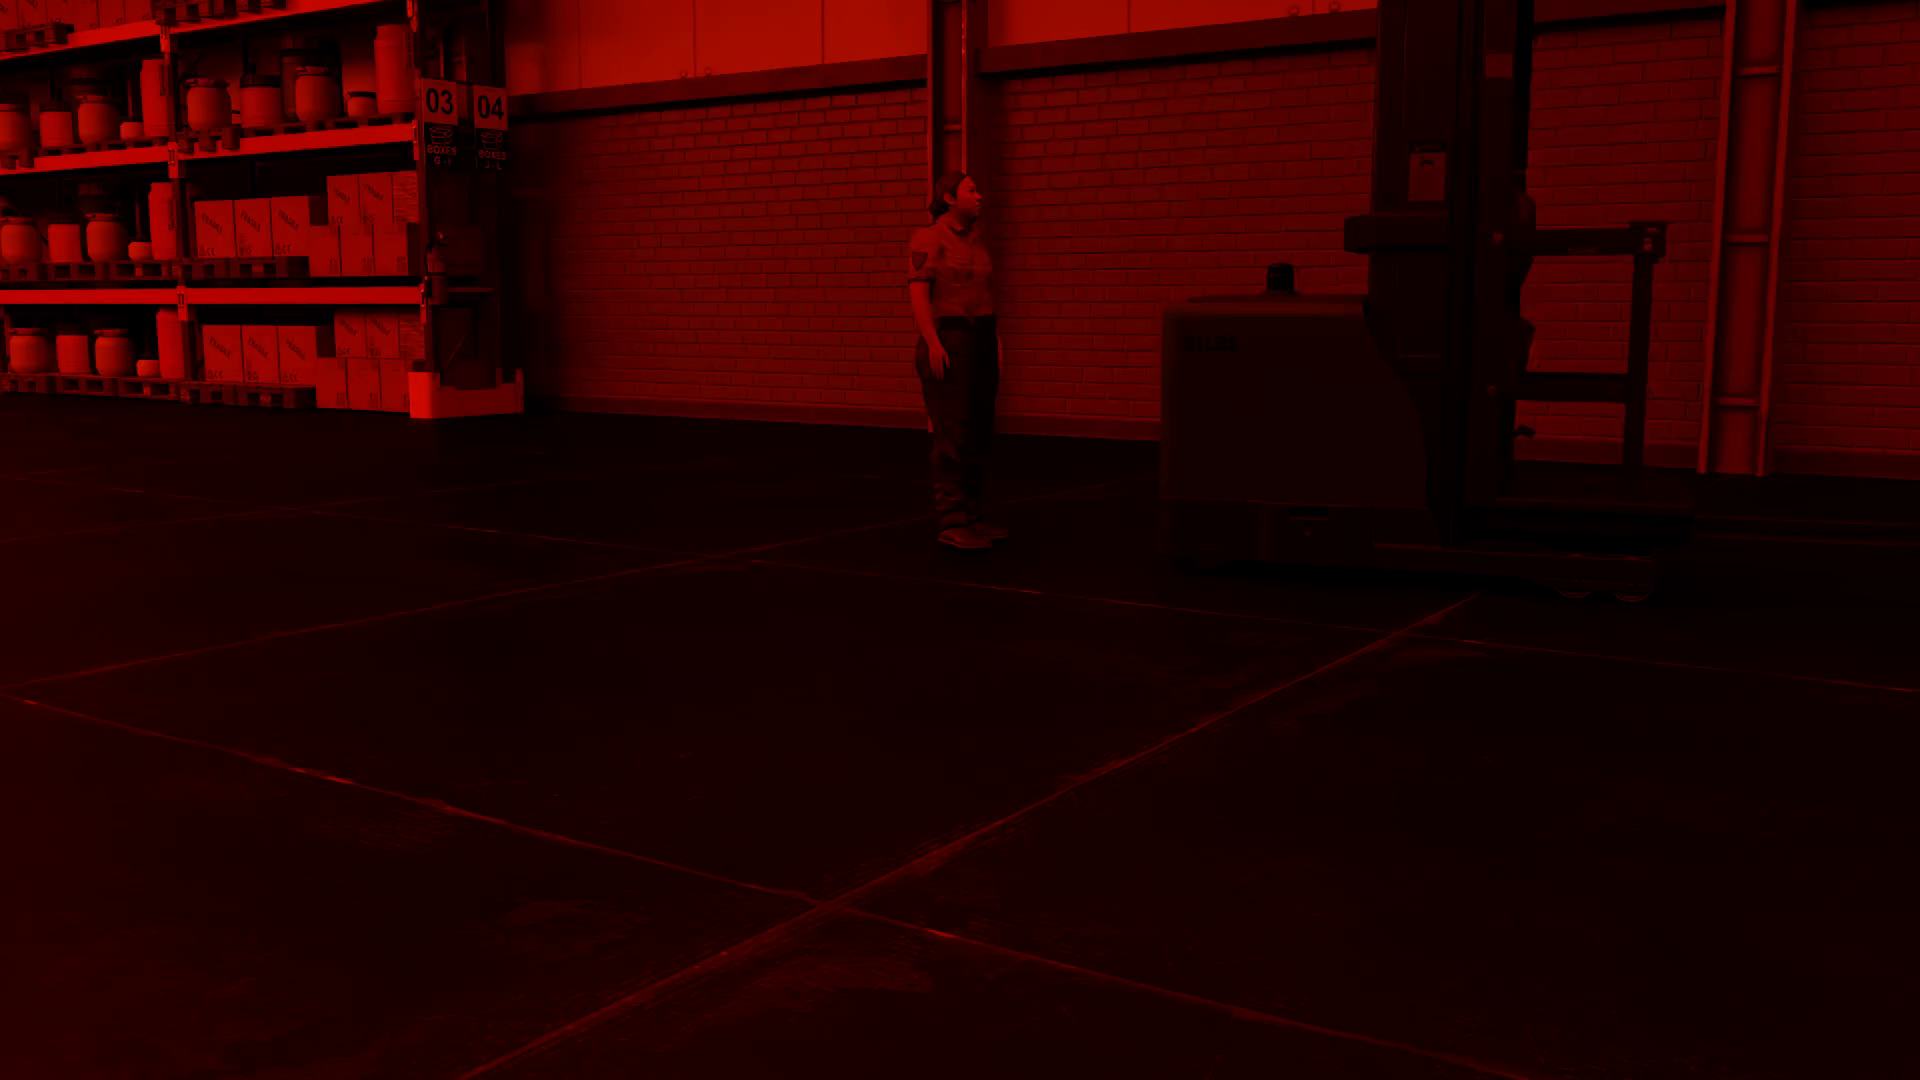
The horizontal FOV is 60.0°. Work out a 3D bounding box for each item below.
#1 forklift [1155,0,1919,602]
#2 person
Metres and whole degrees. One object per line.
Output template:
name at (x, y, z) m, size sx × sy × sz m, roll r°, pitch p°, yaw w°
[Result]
forklift at (2.358, -1.310, 6.403) m, size 3.031 × 2.935 × 1.130 m, roll 3°, pitch 9°, yaw 21°
person at (0.062, -0.808, 7.420) m, size 0.503 × 1.640 × 0.599 m, roll 5°, pitch 10°, yaw 34°
